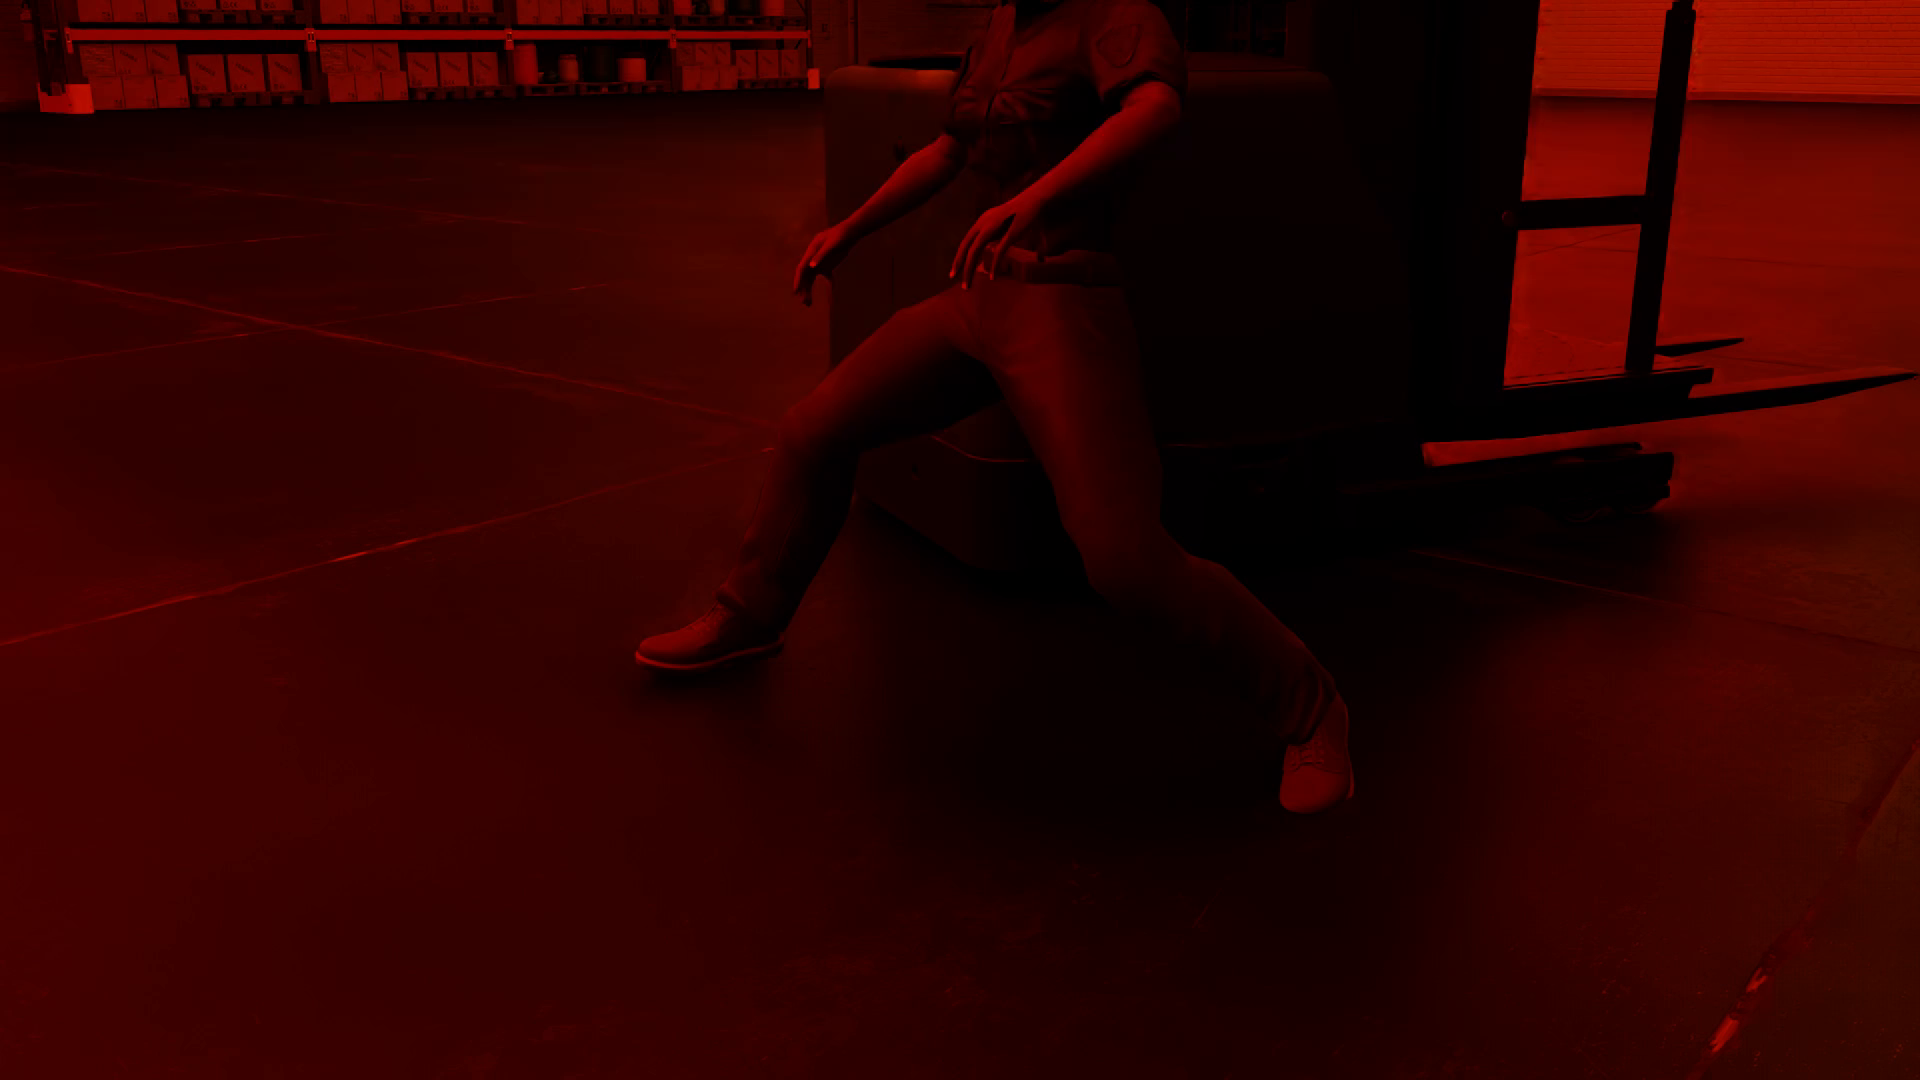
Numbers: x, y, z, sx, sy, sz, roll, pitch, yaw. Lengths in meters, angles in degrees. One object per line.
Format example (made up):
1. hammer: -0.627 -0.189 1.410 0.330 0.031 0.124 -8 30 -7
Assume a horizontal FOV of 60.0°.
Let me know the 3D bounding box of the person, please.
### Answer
1. person: 0.046 -0.355 2.667 0.964 1.492 1.060 -8 19 -26

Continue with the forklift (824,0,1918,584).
1. forklift: 1.220 -1.574 4.082 3.031 2.935 1.130 -7 18 -23
